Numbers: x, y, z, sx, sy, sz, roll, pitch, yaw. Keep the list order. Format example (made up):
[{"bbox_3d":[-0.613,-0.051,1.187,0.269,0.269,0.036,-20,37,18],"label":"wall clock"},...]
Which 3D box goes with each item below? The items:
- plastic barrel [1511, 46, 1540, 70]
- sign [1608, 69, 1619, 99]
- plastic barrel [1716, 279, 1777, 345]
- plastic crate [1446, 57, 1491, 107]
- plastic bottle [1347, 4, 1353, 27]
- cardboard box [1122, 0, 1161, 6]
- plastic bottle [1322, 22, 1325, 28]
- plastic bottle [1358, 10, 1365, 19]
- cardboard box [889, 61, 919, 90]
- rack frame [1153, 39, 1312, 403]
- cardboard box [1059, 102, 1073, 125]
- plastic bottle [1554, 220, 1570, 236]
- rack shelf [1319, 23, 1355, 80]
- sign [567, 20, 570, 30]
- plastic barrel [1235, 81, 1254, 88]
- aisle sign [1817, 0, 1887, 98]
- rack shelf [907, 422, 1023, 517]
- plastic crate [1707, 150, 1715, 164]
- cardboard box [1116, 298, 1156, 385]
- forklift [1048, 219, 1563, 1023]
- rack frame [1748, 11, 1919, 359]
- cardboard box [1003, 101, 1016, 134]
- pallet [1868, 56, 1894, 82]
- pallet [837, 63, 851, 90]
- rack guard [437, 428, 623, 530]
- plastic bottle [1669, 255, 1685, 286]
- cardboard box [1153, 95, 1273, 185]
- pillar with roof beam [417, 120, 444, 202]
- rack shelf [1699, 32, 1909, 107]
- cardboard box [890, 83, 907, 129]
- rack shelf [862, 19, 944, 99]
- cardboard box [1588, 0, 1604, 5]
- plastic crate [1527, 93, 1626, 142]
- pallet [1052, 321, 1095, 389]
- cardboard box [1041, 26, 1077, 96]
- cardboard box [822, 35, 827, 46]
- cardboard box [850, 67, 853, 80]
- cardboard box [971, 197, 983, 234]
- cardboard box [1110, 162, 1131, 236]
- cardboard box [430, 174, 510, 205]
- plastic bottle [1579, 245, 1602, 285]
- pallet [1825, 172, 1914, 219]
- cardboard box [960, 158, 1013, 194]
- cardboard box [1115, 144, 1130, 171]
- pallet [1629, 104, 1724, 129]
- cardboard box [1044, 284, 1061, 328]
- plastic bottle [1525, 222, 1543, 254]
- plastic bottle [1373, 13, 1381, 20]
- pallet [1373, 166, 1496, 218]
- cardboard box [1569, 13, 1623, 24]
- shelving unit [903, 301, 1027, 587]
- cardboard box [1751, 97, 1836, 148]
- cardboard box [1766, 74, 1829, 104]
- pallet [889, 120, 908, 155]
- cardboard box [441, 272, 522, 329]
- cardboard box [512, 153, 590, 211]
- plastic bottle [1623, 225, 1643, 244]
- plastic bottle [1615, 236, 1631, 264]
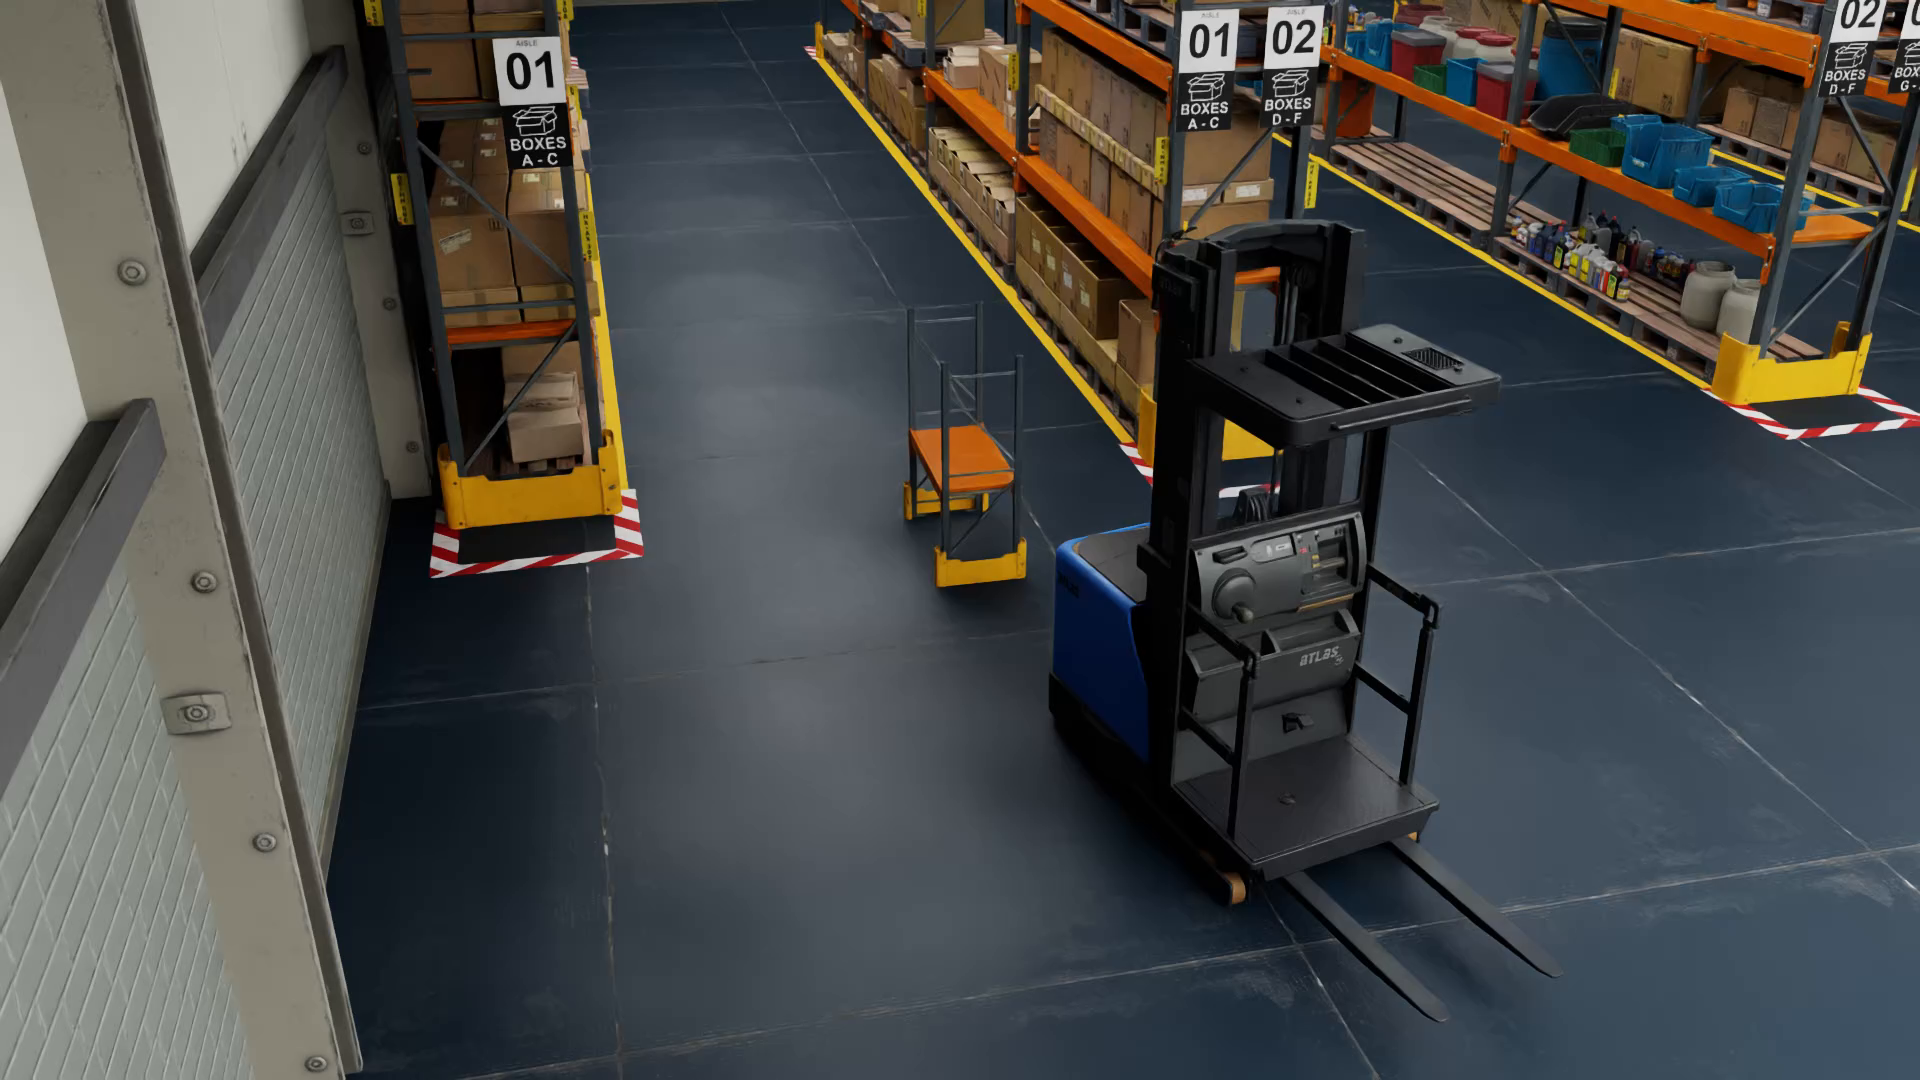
[{"bbox_3d":[5.835,-4.770,17.067,0.433,0.535,0.433,0,27,0],"label":"plastic barrel"},{"bbox_3d":[6.375,-4.442,16.260,0.100,0.325,0.005,-6,27,-12],"label":"sign"},{"bbox_3d":[6.515,-1.869,13.765,0.421,0.512,0.421,0,27,0],"label":"plastic barrel"},{"bbox_3d":[5.285,-4.712,17.122,0.392,0.384,0.575,-6,27,-12],"label":"plastic crate"},{"bbox_3d":[4.945,-6.648,21.081,0.097,0.271,0.097,0,27,0],"label":"plastic bottle"},{"bbox_3d":[1.395,-4.010,11.929,0.500,0.250,0.500,-6,27,-12],"label":"cardboard box"},{"bbox_3d":[4.376,-6.206,20.193,0.061,0.283,0.133,-6,27,-12],"label":"plastic bottle"},{"bbox_3d":[4.990,-6.439,20.667,0.097,0.271,0.097,0,27,0],"label":"plastic bottle"},{"bbox_3d":[-0.583,-5.797,20.706,0.500,0.250,0.500,-6,27,-13],"label":"cardboard box"},{"bbox_3d":[1.911,-2.010,11.749,1.000,3.000,0.127,-6,27,-12],"label":"rack frame"},{"bbox_3d":[1.059,-3.624,14.116,0.380,0.149,0.250,-6,27,-12],"label":"cardboard box"},{"bbox_3d":[5.755,-2.899,15.963,0.144,0.351,0.185,-6,27,-12],"label":"plastic bottle"},{"bbox_3d":[4.484,-6.580,21.602,1.077,0.370,4.000,-6,27,-12],"label":"rack shelf"},{"bbox_3d":[-4.190,-5.558,17.582,0.100,0.325,0.005,-6,27,-12],"label":"sign"},{"bbox_3d":[4.140,-6.789,23.081,0.600,0.901,0.708,-6,27,-12],"label":"plastic barrel"},{"bbox_3d":[6.465,-3.610,12.034,0.394,0.787,0.004,-6,27,-12],"label":"aisle sign"},{"bbox_3d":[0.019,-0.472,10.765,0.538,0.185,1.000,-6,27,-12],"label":"rack shelf"},{"bbox_3d":[6.449,-3.462,14.919,0.530,0.136,0.437,-6,27,-12],"label":"plastic crate"},{"bbox_3d":[1.501,-1.510,12.512,0.500,0.500,0.500,-6,27,-12],"label":"cardboard box"},{"bbox_3d":[1.581,0.164,7.518,1.130,2.935,3.031,-12,29,-23],"label":"forklift"},{"bbox_3d":[6.738,-2.511,12.742,1.000,3.000,0.127,-6,27,-12],"label":"rack frame"},{"bbox_3d":[0.633,-4.073,15.986,0.396,0.266,0.258,-7,28,-13],"label":"cardboard box"},{"bbox_3d":[10.632,-5.035,17.955,1.003,0.211,1.213,-6,27,-12],"label":"pallet"},{"bbox_3d":[-1.225,-6.871,24.475,1.003,0.211,1.213,-6,27,-12],"label":"pallet"},{"bbox_3d":[-2.931,-0.422,11.378,1.175,0.500,0.348,-6,27,-12],"label":"rack guard"},{"bbox_3d":[6.556,-2.467,15.196,0.097,0.271,0.097,0,27,0],"label":"plastic bottle"},{"bbox_3d":[1.807,-2.863,11.889,0.700,0.500,0.500,-6,27,-11],"label":"cardboard box"},{"bbox_3d":[-1.073,-7.474,15.917,9.100,9.000,0.400,-6,27,-12],"label":"pillar with roof beam"},{"bbox_3d":[10.211,-5.327,19.119,1.077,0.370,4.000,-6,27,-12],"label":"rack shelf"},{"bbox_3d":[-0.572,-5.446,20.843,0.500,0.500,0.500,-7,28,-14],"label":"cardboard box"},{"bbox_3d":[-0.342,-6.078,20.609,1.077,0.370,4.000,-6,27,-12],"label":"rack shelf"},{"bbox_3d":[8.946,-7.659,22.831,0.500,0.500,0.500,-7,28,-13],"label":"cardboard box"},{"bbox_3d":[5.831,-3.997,15.754,0.767,0.338,0.504,-6,27,-12],"label":"plastic crate"},{"bbox_3d":[1.427,-1.631,14.093,1.003,0.211,1.213,-6,27,-12],"label":"pallet"},{"bbox_3d":[1.116,-4.195,14.529,0.700,0.500,0.500,-6,27,-11],"label":"cardboard box"},{"bbox_3d":[-1.935,-7.739,25.775,0.380,0.149,0.250,-6,27,-12],"label":"cardboard box"},{"bbox_3d":[-1.341,-6.581,23.482,0.380,0.149,0.250,-6,27,-12],"label":"cardboard box"},{"bbox_3d":[0.406,-3.325,16.941,0.500,0.250,0.500,-5,27,-10],"label":"cardboard box"},{"bbox_3d":[1.589,-2.709,13.024,0.700,0.500,0.500,-6,27,-11],"label":"cardboard box"},{"bbox_3d":[-3.331,-2.189,11.416,0.500,0.500,0.500,-6,27,-11],"label":"cardboard box"},{"bbox_3d":[5.795,-2.533,15.238,0.144,0.351,0.185,-5,27,-9],"label":"plastic bottle"},{"bbox_3d":[10.485,-3.867,18.523,1.003,0.211,1.213,-6,27,-12],"label":"pallet"},{"bbox_3d":[0.296,-3.793,17.245,0.500,0.311,0.500,-6,27,-12],"label":"cardboard box"},{"bbox_3d":[1.407,-2.945,12.772,0.380,0.149,0.250,-5,27,-10],"label":"cardboard box"},{"bbox_3d":[9.656,-5.635,22.026,1.003,0.211,1.213,-6,27,-12],"label":"pallet"},{"bbox_3d":[1.034,-2.051,14.417,0.500,0.250,0.500,-6,27,-12],"label":"cardboard box"},{"bbox_3d":[5.581,-2.924,16.095,0.152,0.276,0.135,-5,27,-10],"label":"plastic bottle"},{"bbox_3d":[5.123,-6.343,20.463,0.061,0.283,0.133,-6,27,-12],"label":"plastic bottle"},{"bbox_3d":[5.343,-3.900,18.588,1.003,0.211,1.213,-6,27,-12],"label":"pallet"},{"bbox_3d":[9.225,-6.850,23.230,1.225,0.875,0.875,-7,28,-13],"label":"cardboard box"},{"bbox_3d":[0.017,-0.636,10.692,0.587,1.500,1.083,-6,27,-12],"label":"shelving unit"},{"bbox_3d":[10.069,-5.072,20.102,0.700,0.500,0.500,-8,28,-16],"label":"cardboard box"},{"bbox_3d":[10.070,-5.418,19.956,0.500,0.250,0.500,-3,27,-6],"label":"cardboard box"},{"bbox_3d":[-0.294,-5.143,21.051,1.003,0.211,1.213,-6,27,-12],"label":"pallet"},{"bbox_3d":[-3.208,-1.632,11.146,0.500,0.250,0.500,-6,27,-11],"label":"cardboard box"},{"bbox_3d":[-2.941,-2.467,11.968,0.500,0.500,0.500,-7,28,-13],"label":"cardboard box"},{"bbox_3d":[6.379,-2.801,15.769,0.144,0.351,0.185,-6,27,-12],"label":"plastic bottle"},{"bbox_3d":[6.285,-2.750,15.741,0.061,0.283,0.133,-6,27,-12],"label":"plastic bottle"}]
